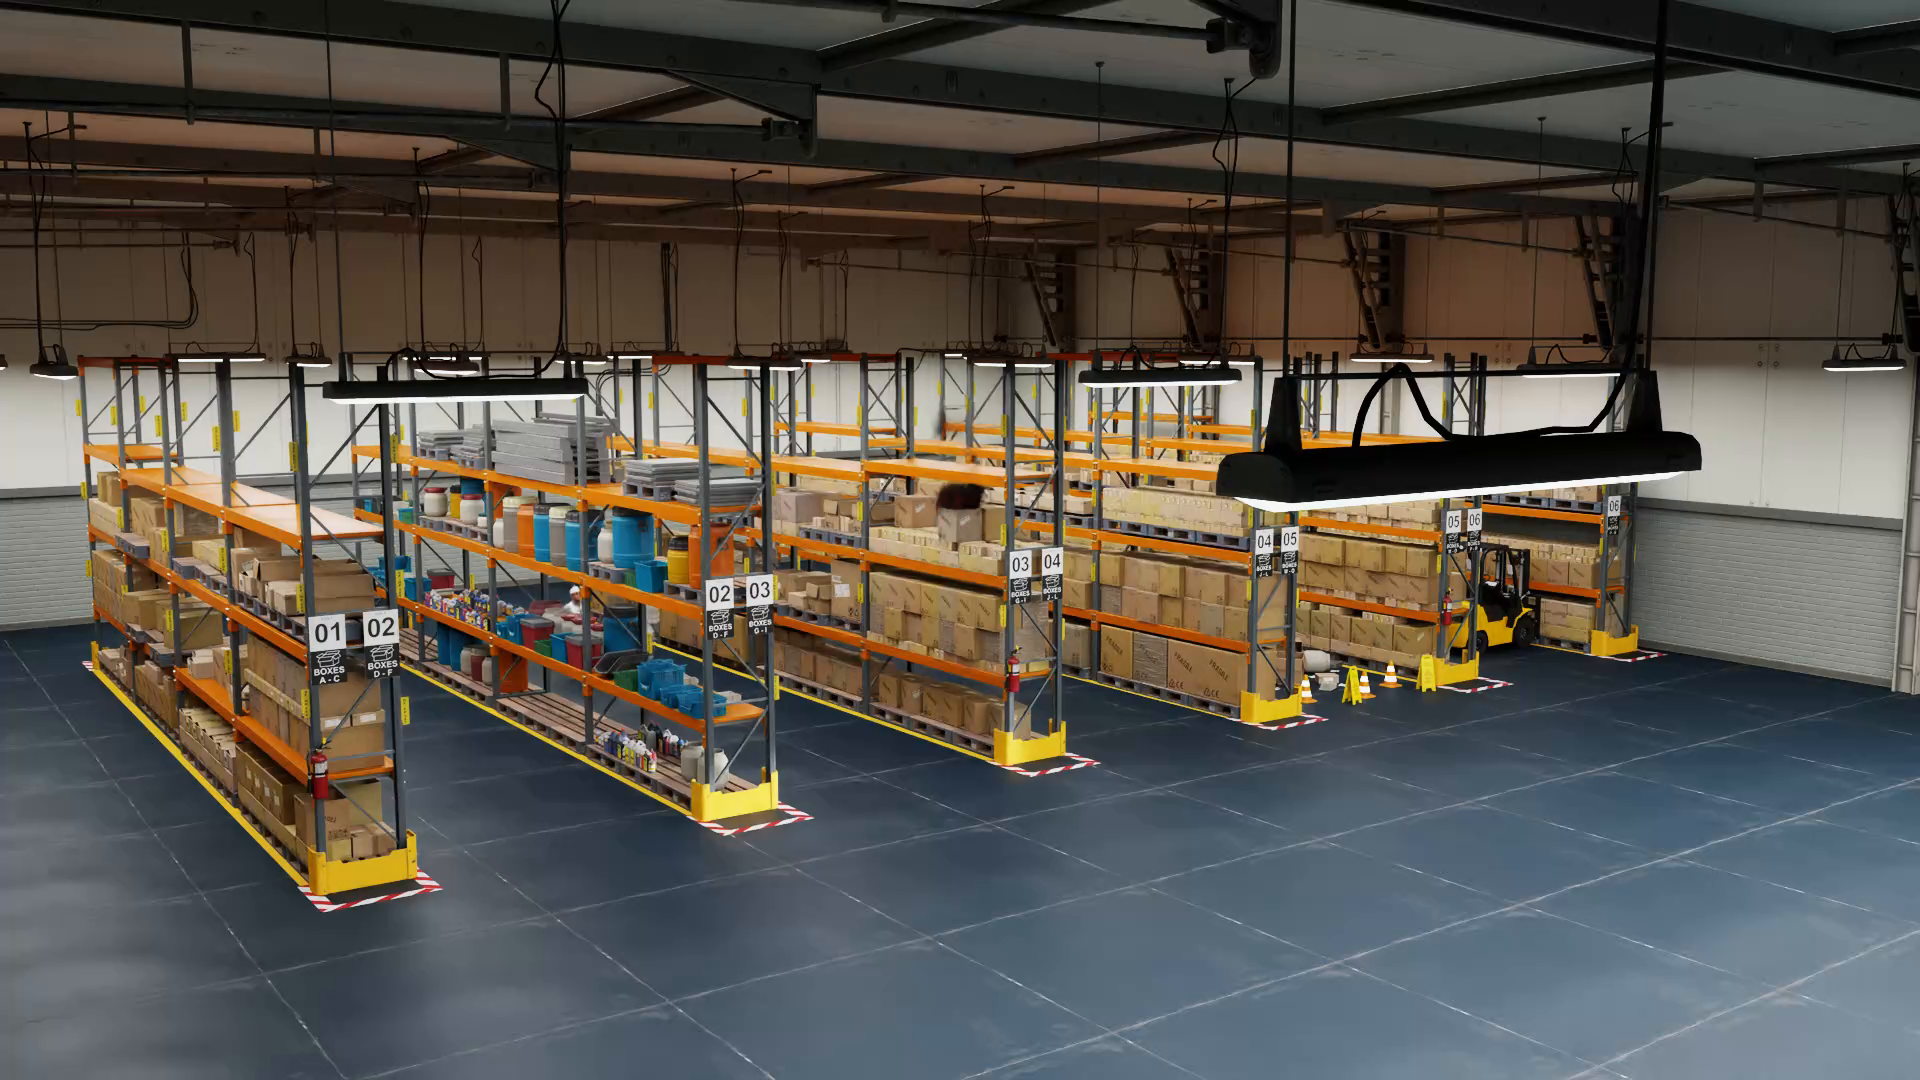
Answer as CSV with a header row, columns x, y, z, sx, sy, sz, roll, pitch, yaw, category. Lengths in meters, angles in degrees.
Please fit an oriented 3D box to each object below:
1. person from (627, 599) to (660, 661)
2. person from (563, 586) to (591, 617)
x,y,z,sx,sy,sz,roll,pitch,yaw,category
-5.994,1.604,31.994,0.687,1.747,0.938,-5,9,-36,person
-7.141,1.722,31.061,0.661,1.731,0.585,-6,9,-40,person
